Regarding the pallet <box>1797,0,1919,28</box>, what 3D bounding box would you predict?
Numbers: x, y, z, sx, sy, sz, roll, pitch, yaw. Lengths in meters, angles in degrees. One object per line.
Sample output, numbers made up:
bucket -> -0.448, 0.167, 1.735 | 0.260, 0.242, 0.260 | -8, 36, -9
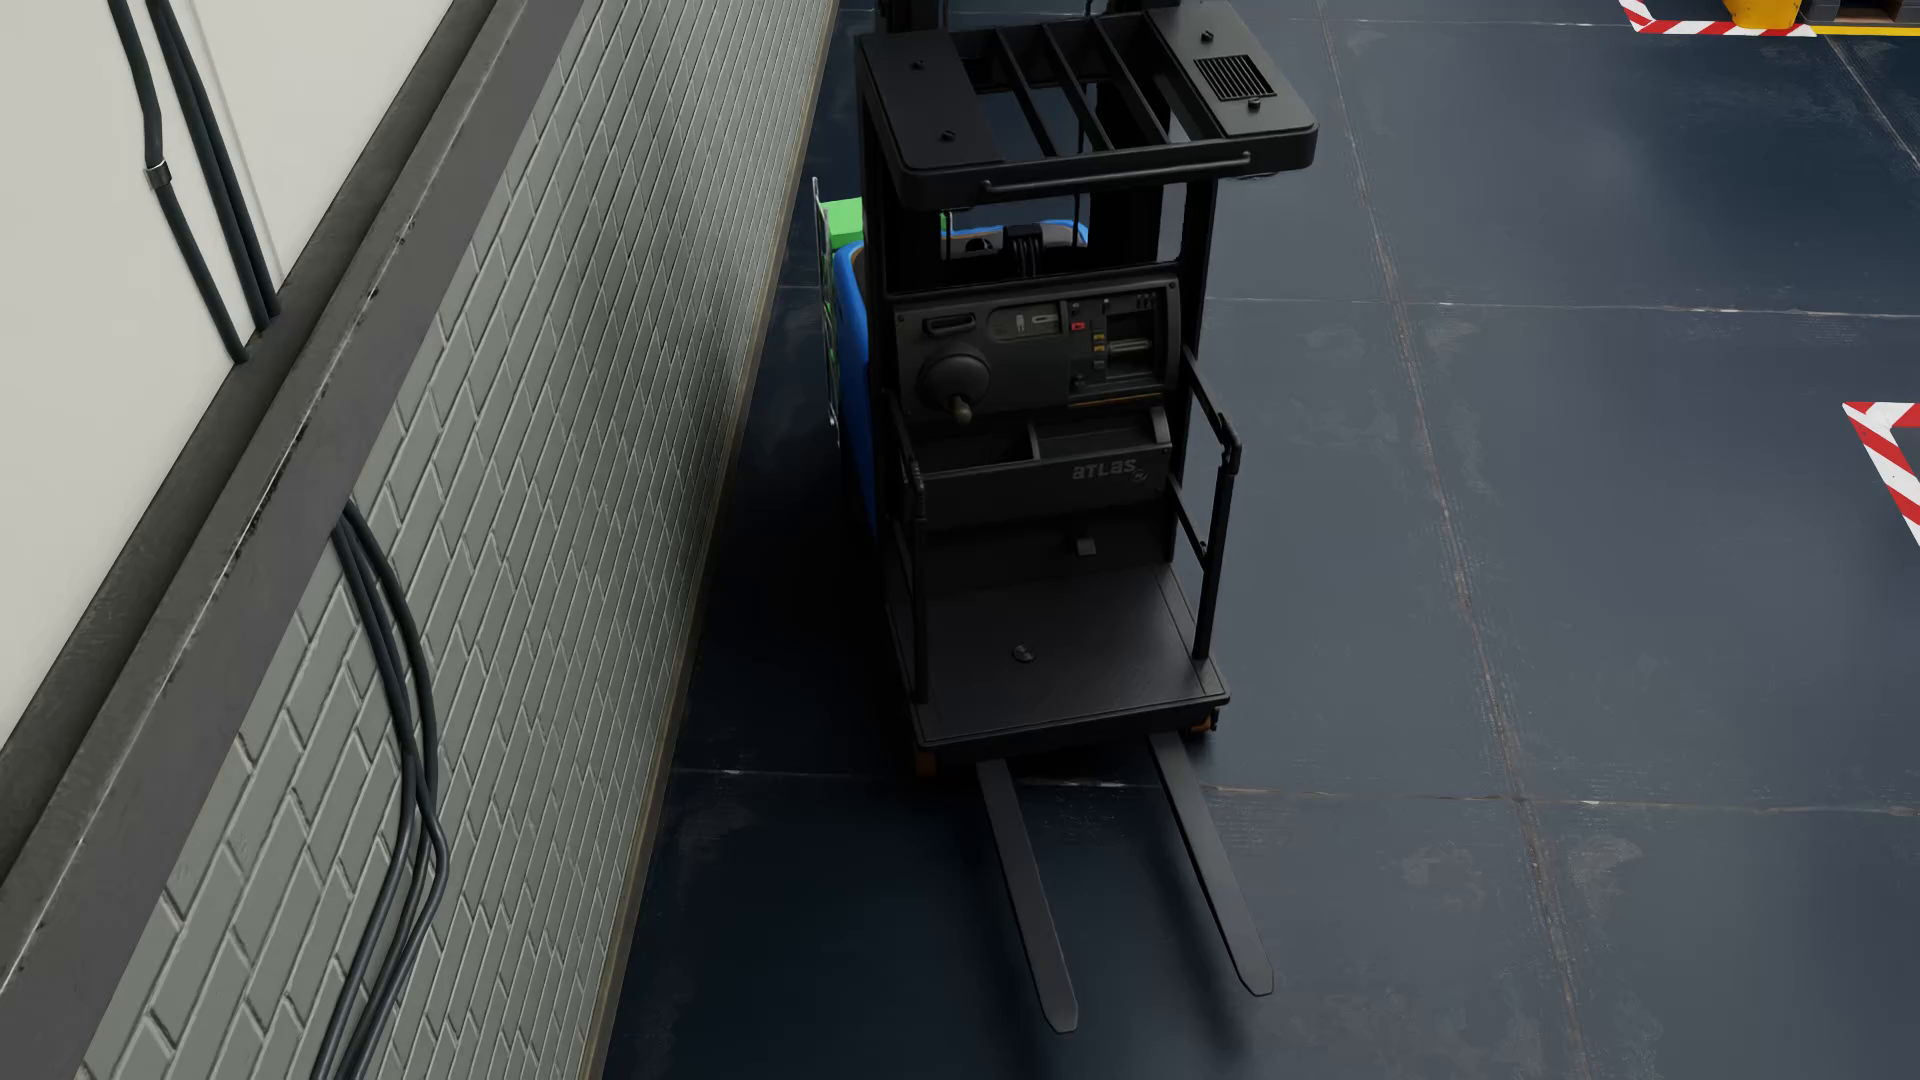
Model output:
pallet -> 5.758, -3.525, 10.379 | 1.213, 0.211, 1.003 | 2, 43, 2

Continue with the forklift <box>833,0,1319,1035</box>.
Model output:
forklift -> 0.299, -0.519, 5.157 | 1.130, 2.935, 3.031 | -8, 44, -9

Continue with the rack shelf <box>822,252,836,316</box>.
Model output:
rack shelf -> -0.305, -1.077, 6.767 | 0.480, 0.148, 0.258 | -10, 44, -11

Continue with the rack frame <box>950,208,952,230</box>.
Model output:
rack frame -> -0.069, -0.990, 6.933 | 0.015, 1.200, 0.240 | -10, 44, -11

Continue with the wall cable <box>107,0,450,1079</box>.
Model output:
wall cable -> -1.144, 0.673, 1.703 | 0.112, 2.526, 3.097 | 2, 43, 2

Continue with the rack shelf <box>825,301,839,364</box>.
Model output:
rack shelf -> -0.305, -0.901, 6.931 | 0.480, 0.148, 0.258 | -10, 44, -11

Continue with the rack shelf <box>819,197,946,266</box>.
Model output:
rack shelf -> -0.305, -1.252, 6.603 | 0.480, 0.148, 0.258 | -10, 44, -11

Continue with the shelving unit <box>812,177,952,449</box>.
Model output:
shelving unit -> -0.305, -0.948, 6.887 | 0.503, 1.200, 0.258 | -10, 44, -11

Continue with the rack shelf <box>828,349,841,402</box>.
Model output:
rack shelf -> -0.305, -0.725, 7.094 | 0.480, 0.148, 0.258 | -10, 44, -11

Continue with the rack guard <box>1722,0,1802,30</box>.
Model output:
rack guard -> 4.912, -3.674, 10.327 | 0.348, 0.500, 1.175 | 2, 43, 2

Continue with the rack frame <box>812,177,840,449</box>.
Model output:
rack frame -> -0.541, -0.905, 6.841 | 0.015, 1.200, 0.240 | -10, 44, -11
